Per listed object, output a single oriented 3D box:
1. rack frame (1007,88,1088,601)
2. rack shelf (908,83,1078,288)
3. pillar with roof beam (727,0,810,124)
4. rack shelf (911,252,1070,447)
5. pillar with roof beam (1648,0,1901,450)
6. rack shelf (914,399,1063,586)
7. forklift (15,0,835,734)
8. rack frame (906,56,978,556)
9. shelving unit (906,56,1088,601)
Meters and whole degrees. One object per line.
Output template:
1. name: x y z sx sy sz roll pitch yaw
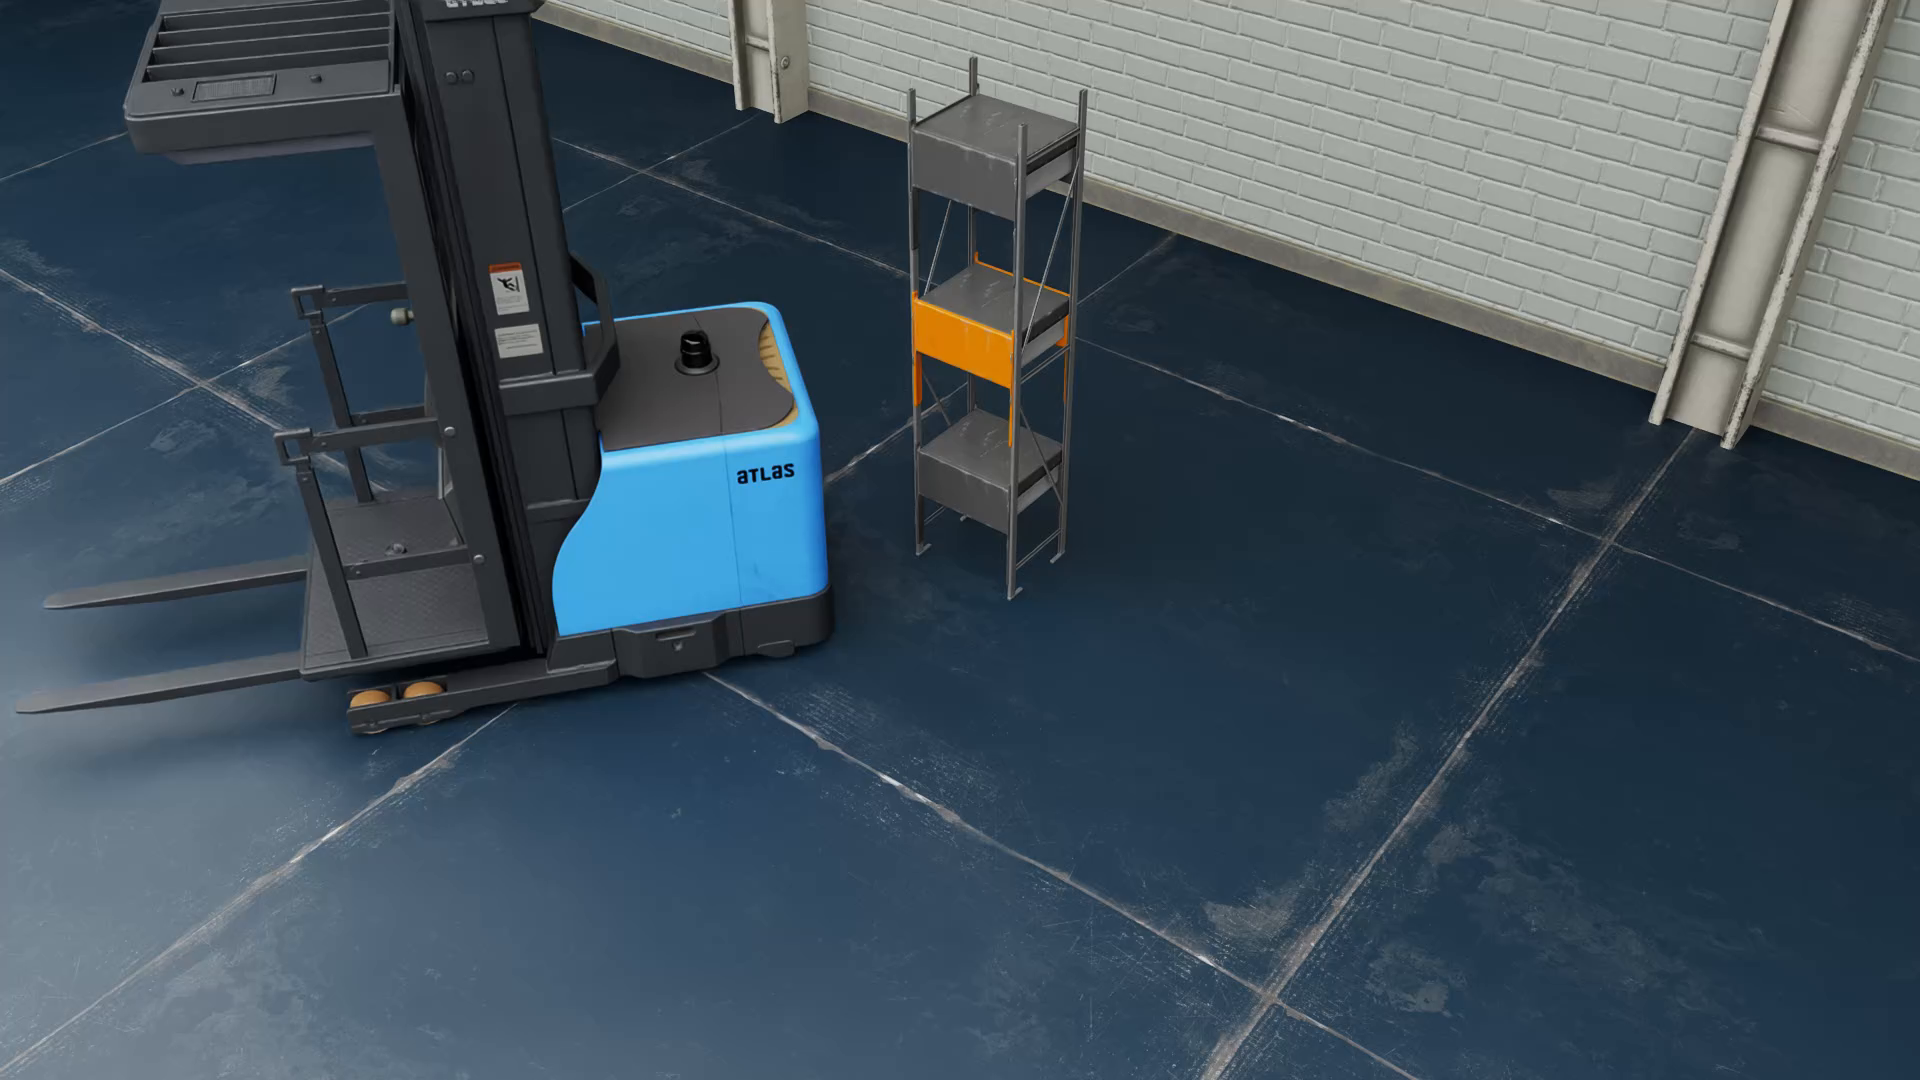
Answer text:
1. rack frame: 0.325 -0.673 6.407 0.015 2.100 0.400 25 45 29
2. rack shelf: 0.131 -1.305 6.100 0.480 0.518 0.431 25 45 29
3. pillar with roof beam: -3.831 -4.252 5.382 0.400 9.000 9.100 25 45 29
4. rack shelf: 0.131 -0.754 6.532 0.480 0.518 0.431 25 45 29
5. pillar with roof beam: 0.935 -2.005 2.512 0.400 9.000 9.100 25 45 29
6. rack shelf: 0.131 -0.203 6.963 0.480 0.518 0.431 25 45 29
7. forklift: -2.078 -0.781 5.870 3.031 2.935 1.130 -9 39 -11
8. rack frame: -0.062 -0.856 6.640 0.015 2.100 0.400 25 45 29
9. shelving unit: 0.131 -0.765 6.524 0.503 2.100 0.431 25 45 29
